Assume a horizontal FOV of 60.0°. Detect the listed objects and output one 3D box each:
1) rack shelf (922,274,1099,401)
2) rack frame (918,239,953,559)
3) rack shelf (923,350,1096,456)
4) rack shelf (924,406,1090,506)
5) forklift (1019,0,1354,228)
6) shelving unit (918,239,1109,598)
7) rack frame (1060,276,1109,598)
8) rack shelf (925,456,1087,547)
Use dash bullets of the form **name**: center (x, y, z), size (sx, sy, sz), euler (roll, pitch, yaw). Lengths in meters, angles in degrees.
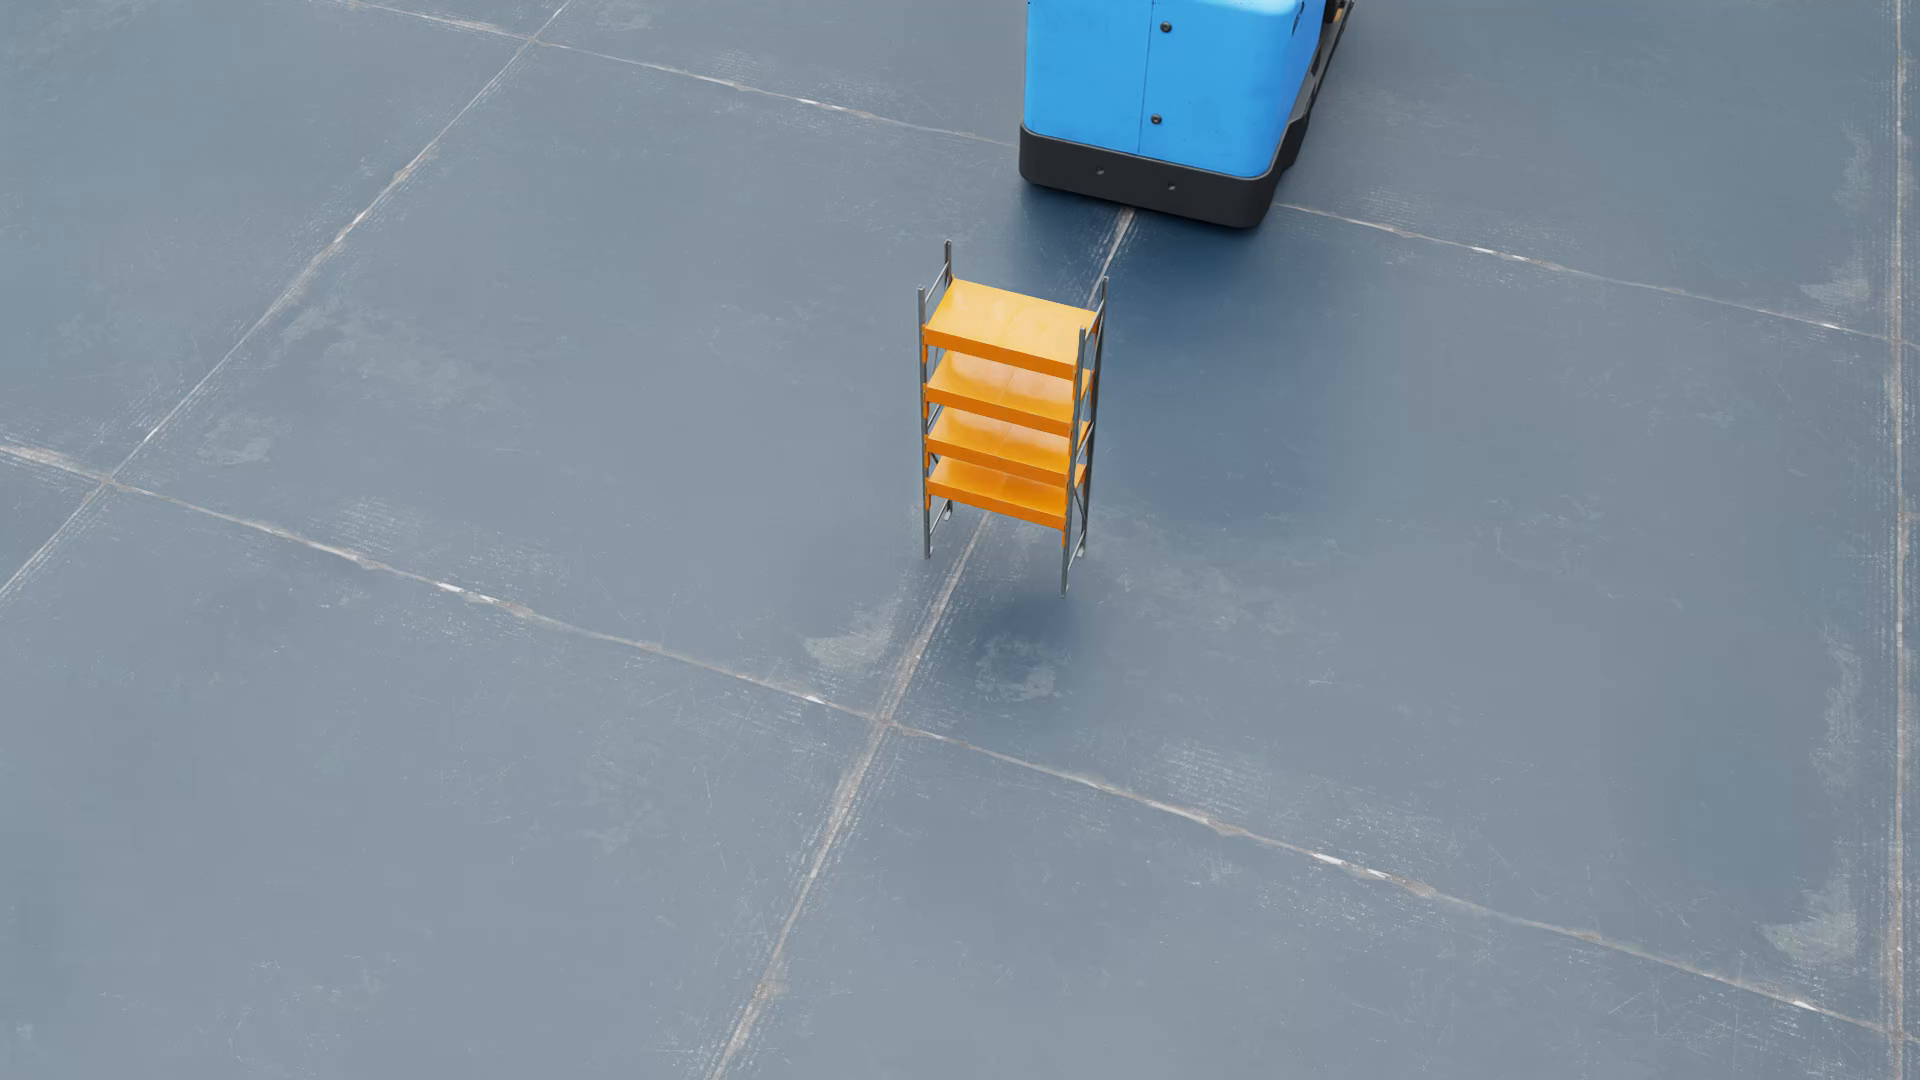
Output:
- **rack shelf**: center (0.155, -0.607, 4.962), size (0.480, 0.148, 0.258), euler (16, 51, 13)
- **rack frame**: center (-0.074, -0.414, 5.314), size (0.015, 1.200, 0.240), euler (16, 51, 13)
- **rack shelf**: center (0.155, -0.452, 5.141), size (0.480, 0.148, 0.258), euler (16, 51, 13)
- **rack shelf**: center (0.155, -0.306, 5.310), size (0.480, 0.148, 0.258), euler (16, 51, 13)
- **forklift**: center (1.226, -3.367, 6.729), size (1.130, 2.935, 3.031), euler (15, 51, 13)
- **shelving unit**: center (0.155, -0.350, 5.259), size (0.503, 1.200, 0.258), euler (16, 51, 13)
- **rack frame**: center (0.384, -0.286, 5.204), size (0.015, 1.200, 0.240), euler (16, 51, 13)
- **rack shelf**: center (0.155, -0.176, 5.460), size (0.480, 0.148, 0.258), euler (16, 51, 13)
